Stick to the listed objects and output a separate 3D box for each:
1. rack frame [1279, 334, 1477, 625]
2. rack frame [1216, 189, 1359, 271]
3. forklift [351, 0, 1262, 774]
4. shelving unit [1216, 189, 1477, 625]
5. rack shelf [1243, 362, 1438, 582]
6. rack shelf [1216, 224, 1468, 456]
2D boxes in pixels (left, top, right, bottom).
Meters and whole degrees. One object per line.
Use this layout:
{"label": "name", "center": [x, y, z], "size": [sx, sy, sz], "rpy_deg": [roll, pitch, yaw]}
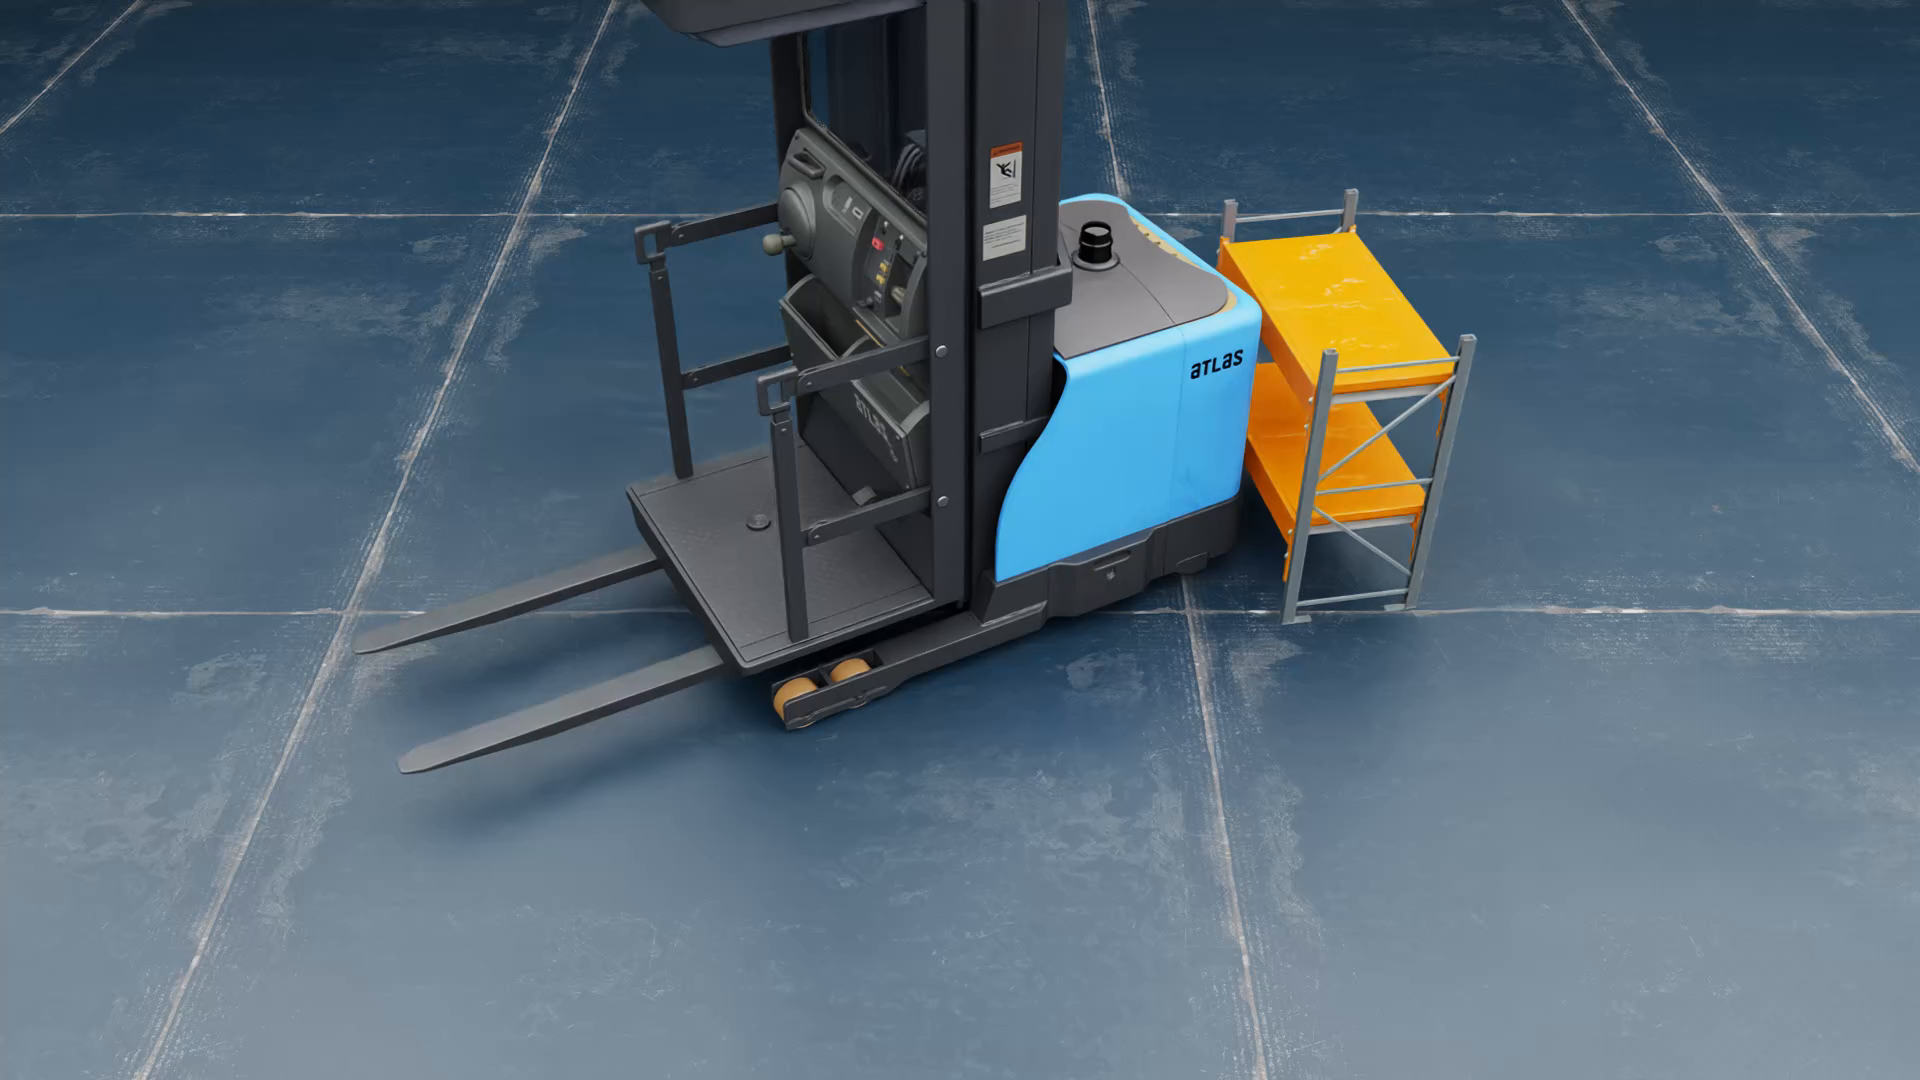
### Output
{"label": "rack frame", "center": [1.381, -0.175, 5.569], "size": [0.500, 1.125, 0.032], "rpy_deg": [-7, 39, -8]}
{"label": "rack frame", "center": [1.197, -0.801, 6.349], "size": [0.500, 1.125, 0.032], "rpy_deg": [-7, 39, -8]}
{"label": "forklift", "center": [-0.519, -0.904, 5.034], "size": [3.031, 2.935, 1.130], "rpy_deg": [-19, 42, -22]}
{"label": "shelving unit", "center": [1.289, -0.488, 5.959], "size": [0.538, 1.125, 1.048], "rpy_deg": [-7, 39, -8]}
{"label": "rack shelf", "center": [1.289, -0.297, 6.112], "size": [0.538, 0.278, 1.000], "rpy_deg": [-7, 39, -8]}
{"label": "rack shelf", "center": [1.289, -0.717, 5.776], "size": [0.538, 0.278, 1.000], "rpy_deg": [-7, 39, -8]}
